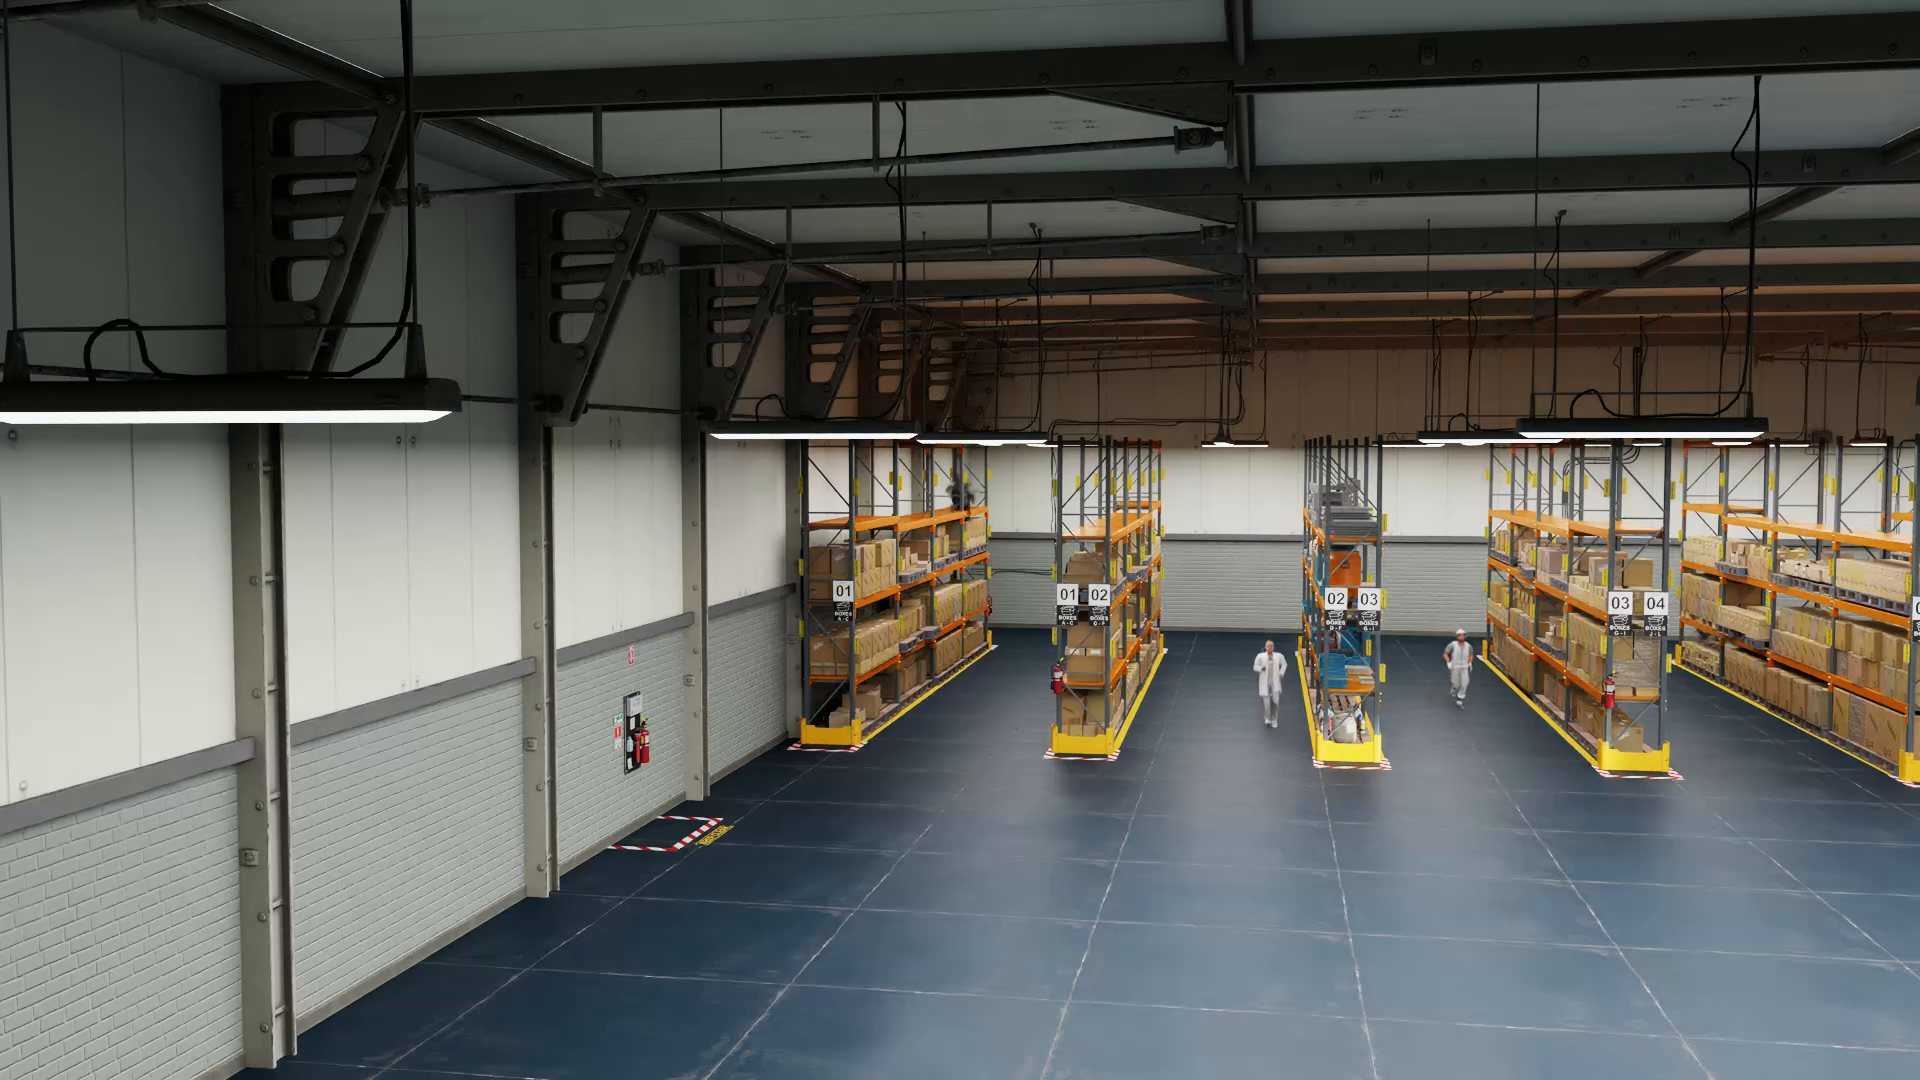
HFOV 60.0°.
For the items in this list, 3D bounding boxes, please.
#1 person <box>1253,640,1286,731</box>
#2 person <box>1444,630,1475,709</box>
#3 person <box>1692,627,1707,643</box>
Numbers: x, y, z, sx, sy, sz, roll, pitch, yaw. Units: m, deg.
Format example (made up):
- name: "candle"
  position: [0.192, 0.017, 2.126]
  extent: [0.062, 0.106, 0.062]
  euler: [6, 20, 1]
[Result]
- name: "person"
  position: [6.377, 2.984, 34.230]
  extent: [0.685, 1.843, 0.784]
  euler: [0, 3, 8]
- name: "person"
  position: [11.064, 2.857, 36.760]
  extent: [0.639, 1.746, 0.546]
  euler: [0, 3, 3]
- name: "person"
  position: [20.407, 2.439, 45.776]
  extent: [0.678, 1.611, 0.555]
  euler: [-3, 4, -40]
